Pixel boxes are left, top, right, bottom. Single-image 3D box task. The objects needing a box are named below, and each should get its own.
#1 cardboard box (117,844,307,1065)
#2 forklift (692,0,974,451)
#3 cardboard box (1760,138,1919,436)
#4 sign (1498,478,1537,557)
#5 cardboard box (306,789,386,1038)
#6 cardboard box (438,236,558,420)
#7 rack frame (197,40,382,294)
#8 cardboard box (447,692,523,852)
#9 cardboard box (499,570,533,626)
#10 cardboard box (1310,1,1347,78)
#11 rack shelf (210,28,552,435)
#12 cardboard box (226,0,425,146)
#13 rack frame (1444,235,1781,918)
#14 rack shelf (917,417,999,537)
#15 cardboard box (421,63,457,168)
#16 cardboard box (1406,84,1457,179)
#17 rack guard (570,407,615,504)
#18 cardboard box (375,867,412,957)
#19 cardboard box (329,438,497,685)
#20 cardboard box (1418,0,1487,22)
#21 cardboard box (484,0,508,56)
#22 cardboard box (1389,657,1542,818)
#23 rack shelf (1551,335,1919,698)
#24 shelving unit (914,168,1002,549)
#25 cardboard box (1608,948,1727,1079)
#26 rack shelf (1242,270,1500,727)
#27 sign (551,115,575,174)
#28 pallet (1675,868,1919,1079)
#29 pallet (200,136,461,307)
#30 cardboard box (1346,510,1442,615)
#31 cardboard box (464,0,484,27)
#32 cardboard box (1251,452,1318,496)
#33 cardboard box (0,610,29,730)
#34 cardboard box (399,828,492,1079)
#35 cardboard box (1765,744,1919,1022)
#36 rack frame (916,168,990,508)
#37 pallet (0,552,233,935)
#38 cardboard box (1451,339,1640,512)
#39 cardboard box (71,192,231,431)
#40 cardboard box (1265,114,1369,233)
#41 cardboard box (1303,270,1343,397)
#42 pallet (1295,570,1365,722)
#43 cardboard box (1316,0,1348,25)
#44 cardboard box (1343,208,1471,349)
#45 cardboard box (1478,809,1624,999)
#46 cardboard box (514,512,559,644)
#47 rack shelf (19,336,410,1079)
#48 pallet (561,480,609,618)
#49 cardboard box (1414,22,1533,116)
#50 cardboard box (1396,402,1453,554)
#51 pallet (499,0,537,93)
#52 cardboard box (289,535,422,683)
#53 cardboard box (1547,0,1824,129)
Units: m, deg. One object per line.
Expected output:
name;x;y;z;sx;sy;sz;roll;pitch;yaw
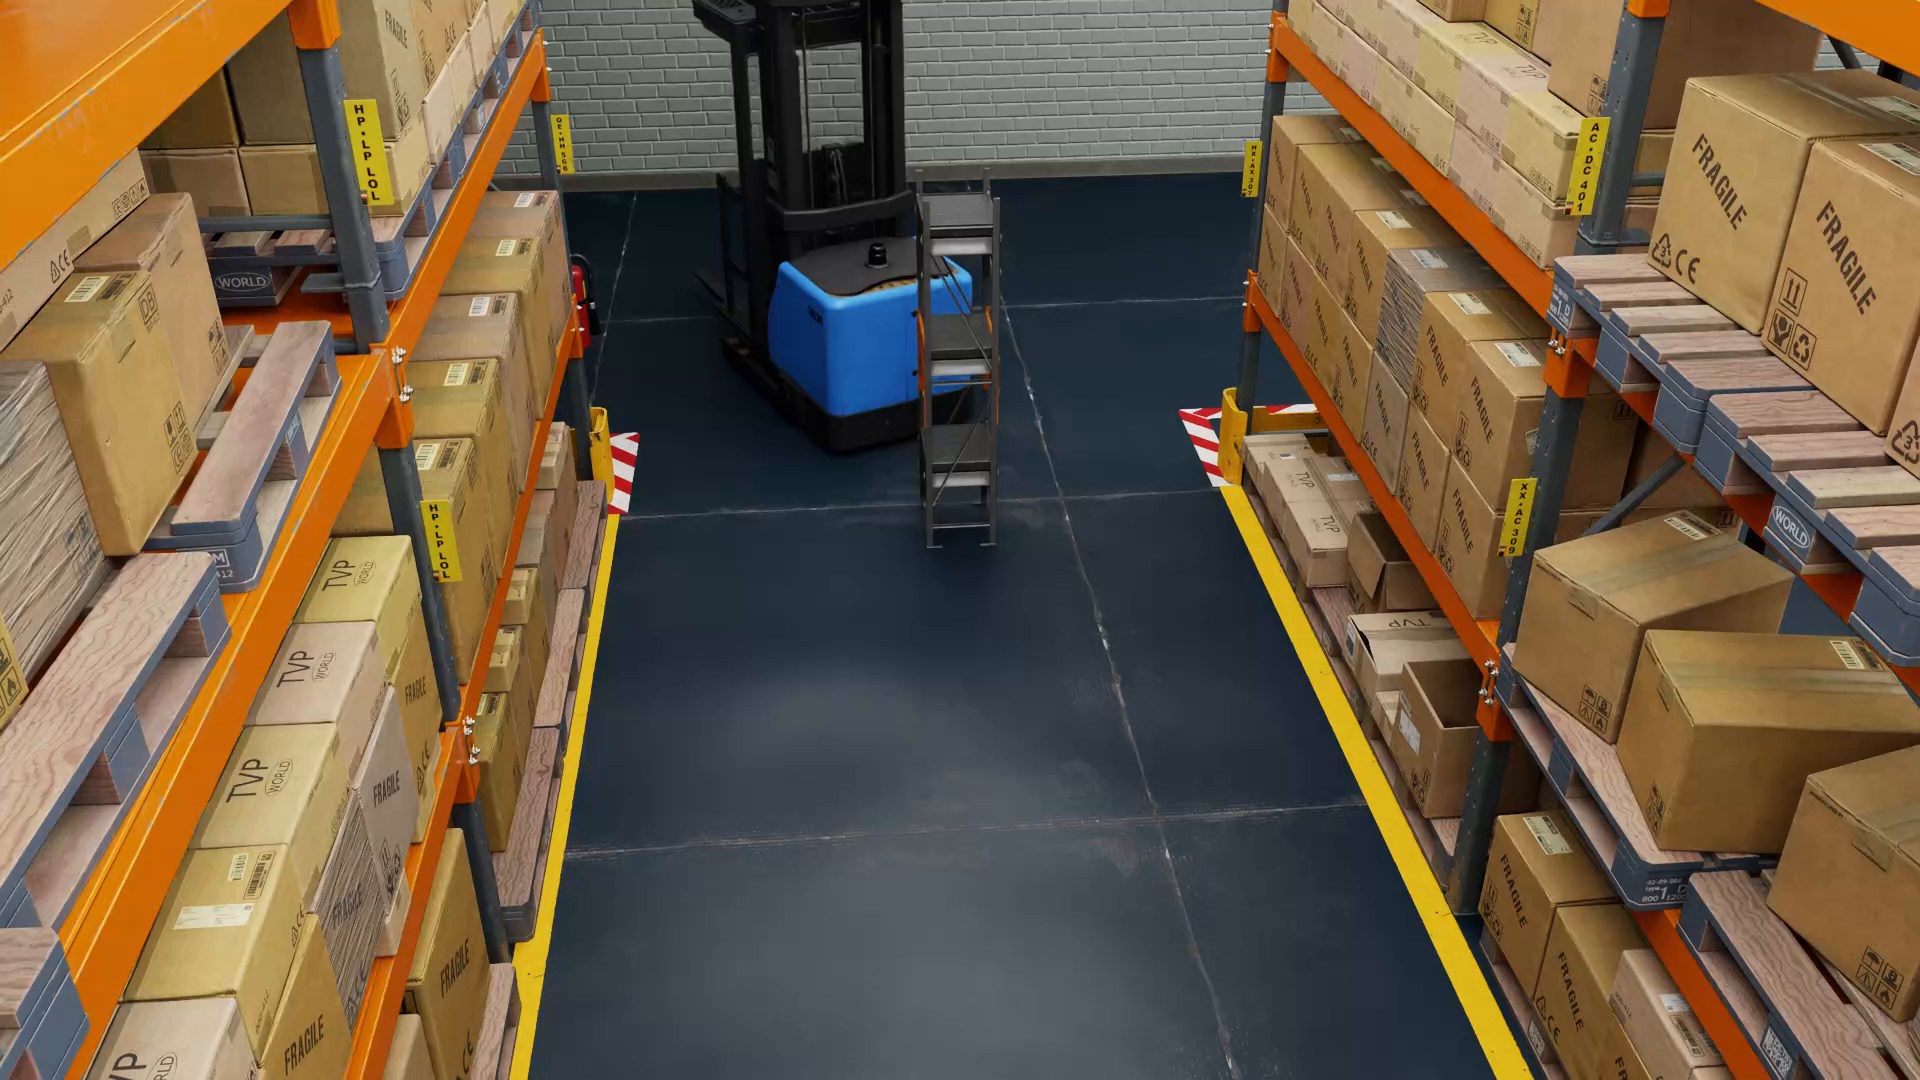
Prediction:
cardboard box;-1.907;1.007;4.001;0.500;0.250;0.500;-3;31;-6
forklift;-1.051;-2.555;11.170;1.130;2.935;3.031;-15;34;-24
cardboard box;2.651;-0.692;4.454;0.600;0.600;0.600;-3;31;-5
sign;2.052;-0.081;6.116;0.100;0.325;0.005;-3;31;-5
cardboard box;-1.950;1.061;4.641;0.500;0.500;0.500;-3;31;-4
cardboard box;-2.577;-1.040;8.274;0.980;0.700;0.700;-3;31;-5
rack frame;-2.340;-2.076;4.450;1.000;3.000;0.127;-3;31;-5
cardboard box;-2.308;1.006;7.169;0.700;0.500;0.500;-2;31;-4
cardboard box;-2.207;0.277;7.756;0.380;0.149;0.250;-4;31;-6
cardboard box;2.047;-2.475;8.189;0.500;0.250;0.500;-3;31;-5
rack shelf;-2.527;-1.500;7.113;1.077;0.370;4.000;-3;31;-5
cardboard box;-2.127;-1.646;5.563;0.500;0.500;0.500;-3;31;-5
rack frame;2.592;0.261;6.388;1.000;3.000;0.127;-3;31;-5
rack shelf;-0.015;-0.373;9.719;0.431;0.518;0.480;-3;31;-5
cardboard box;-2.175;-1.573;6.172;0.500;0.250;0.500;-3;31;-6
cardboard box;2.190;-1.709;6.907;0.500;0.250;0.500;-3;31;-5
rack guard;-2.716;-0.481;10.068;1.175;0.500;0.348;-3;31;-5
cardboard box;-1.917;1.152;5.121;0.380;0.149;0.250;-3;31;-5
cardboard box;-2.374;0.093;6.376;0.980;0.700;0.700;-2;31;-4
cardboard box;2.352;-2.511;7.031;0.700;0.500;0.500;-3;31;-5
cardboard box;-2.331;-2.362;7.493;0.500;0.250;0.500;-4;31;-6
cardboard box;2.256;0.868;7.381;0.500;0.500;0.500;-3;31;-5
rack shelf;2.779;0.303;4.094;1.077;0.370;4.000;-3;31;-5
shelving unit;-0.015;-0.986;9.353;0.431;2.100;0.503;-3;31;-5
cardboard box;2.488;1.592;5.437;0.500;0.250;0.500;-3;31;-4
rack shelf;2.405;-0.452;8.282;1.077;0.370;4.000;-3;31;-5
sign;-2.172;-2.160;9.081;0.100;0.325;0.005;-3;31;-5
pallet;2.779;1.393;4.681;1.003;0.211;1.213;-3;31;-5
pallet;-2.406;-1.168;5.942;1.003;0.211;1.213;-3;31;-5
cardboard box;2.411;0.185;8.521;0.797;0.503;0.637;-3;31;-5
cardboard box;-2.280;-2.428;6.873;0.500;0.500;0.500;-4;31;-7
cardboard box;1.939;-0.396;9.822;0.380;0.166;0.250;-3;31;-5
cardboard box;-2.209;0.227;2.994;0.700;0.500;0.500;-1;31;-2
cardboard box;-2.150;1.568;5.886;0.750;0.750;0.750;-2;31;-4
cardboard box;2.818;0.937;4.750;0.700;0.500;0.500;-11;32;-17
rack frame;-0.038;-1.111;9.562;0.400;2.100;0.015;-3;31;-5
pallet;-2.186;0.438;3.350;1.003;0.211;1.213;-1;31;-2
cardboard box;2.287;-0.457;6.518;0.500;0.500;0.500;-3;31;-4
cardboard box;-2.367;-0.565;4.319;0.700;0.500;0.500;-4;31;-7
cardboard box;1.997;-2.015;9.125;0.500;0.500;0.500;-2;31;-3
cardboard box;2.095;-1.066;8.512;0.500;0.500;0.500;-3;31;-5
pallet;2.412;0.483;8.736;1.003;0.211;1.213;-3;31;-5
cardboard box;2.047;-2.689;8.061;0.500;0.250;0.500;-3;31;-5
cardboard box;2.144;-1.233;7.817;0.500;0.500;0.500;-3;31;-5
cardboard box;2.395;1.404;6.484;0.500;0.500;0.500;-4;31;-7
cardboard box;-2.454;0.215;8.492;0.700;0.500;0.500;-4;31;-6
rack shelf;-2.153;0.542;3.694;1.077;0.370;4.000;-3;31;-5
pallet;-2.561;0.059;9.445;1.003;0.211;1.213;-3;31;-5
cardboard box;2.188;-1.923;6.779;0.500;0.250;0.500;-3;31;-5
cardboard box;2.240;-0.288;7.210;0.500;0.500;0.500;-2;31;-3
pallet;-2.634;-2.414;8.027;1.003;0.211;1.213;-3;31;-5
cardboard box;-2.041;0.225;5.310;0.500;0.250;0.500;-2;31;-3
cardboard box;2.508;-1.746;5.750;0.700;0.500;0.500;-3;31;-5
